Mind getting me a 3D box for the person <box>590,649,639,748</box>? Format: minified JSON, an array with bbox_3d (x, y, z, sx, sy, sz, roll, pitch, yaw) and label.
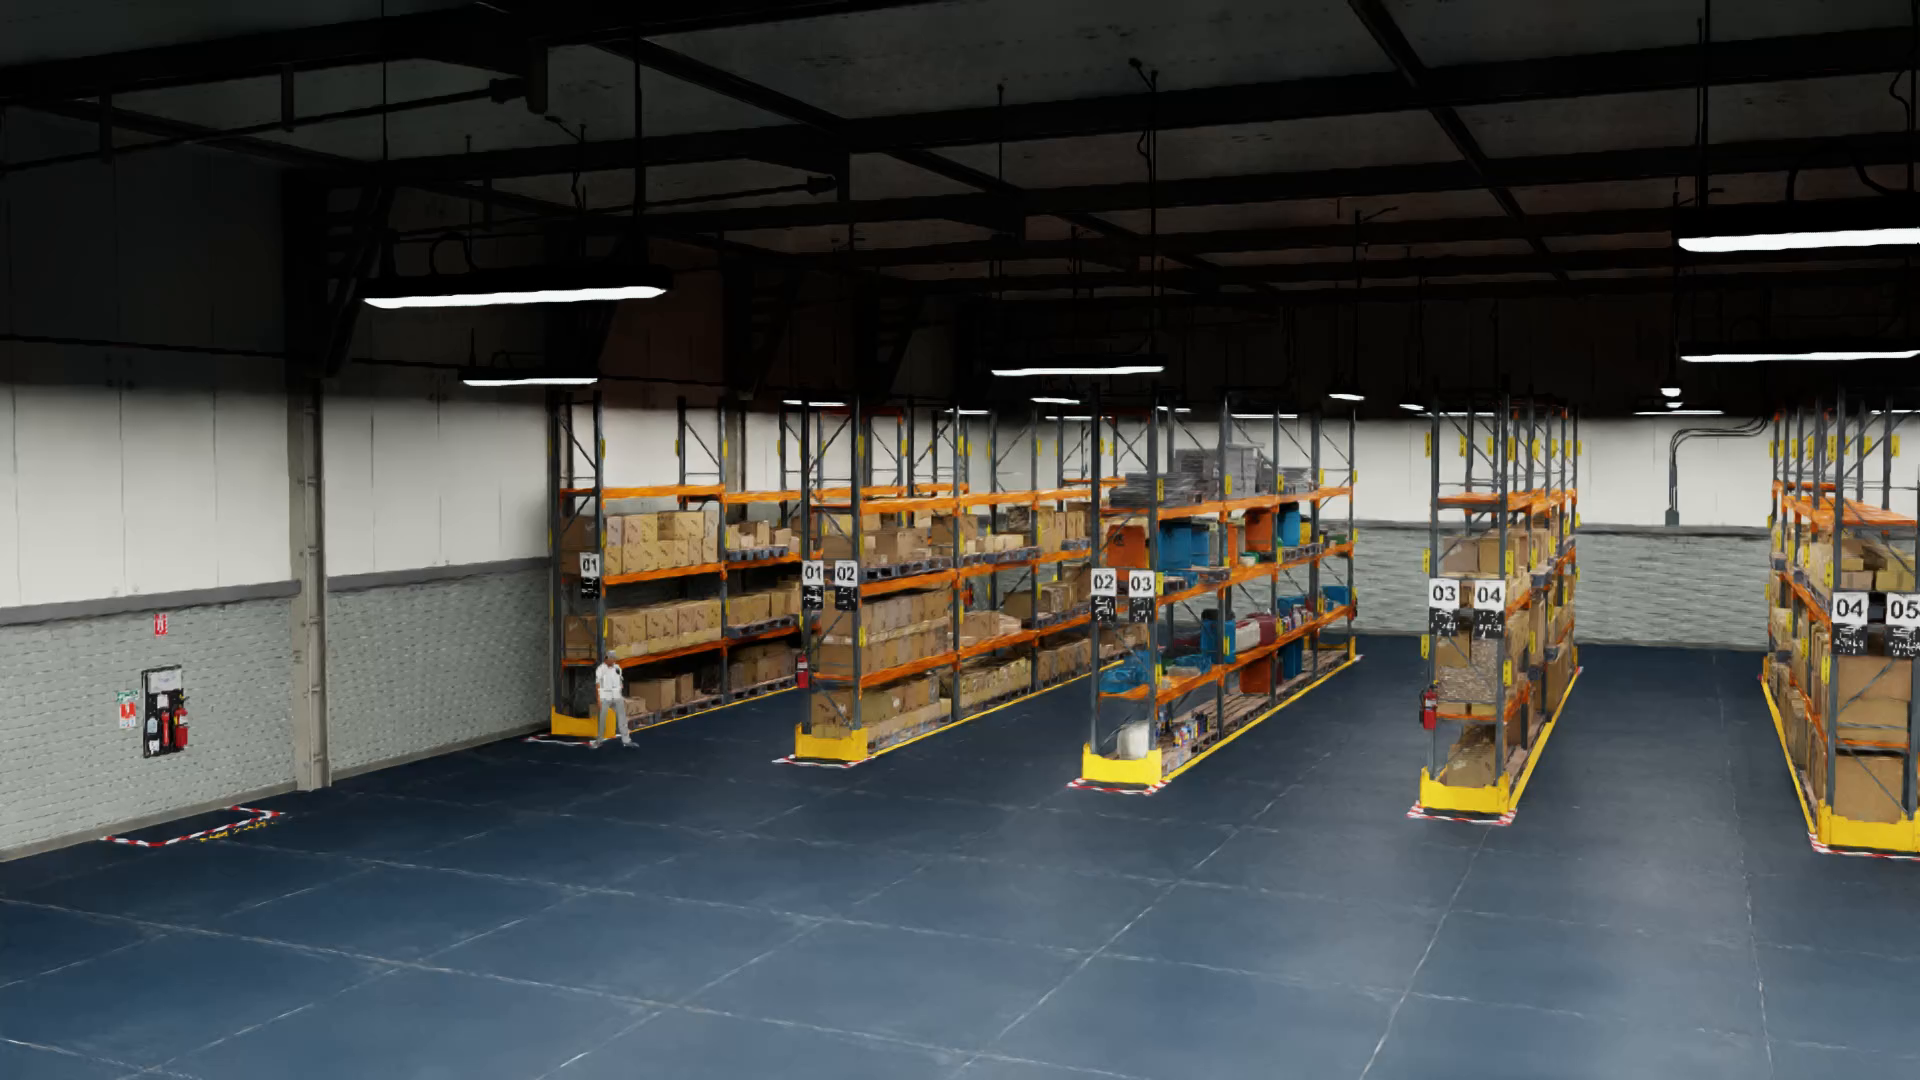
[{"bbox_3d":[-5.781,2.636,27.693,0.731,1.653,0.564,-2,4,-29],"label":"person"}]
